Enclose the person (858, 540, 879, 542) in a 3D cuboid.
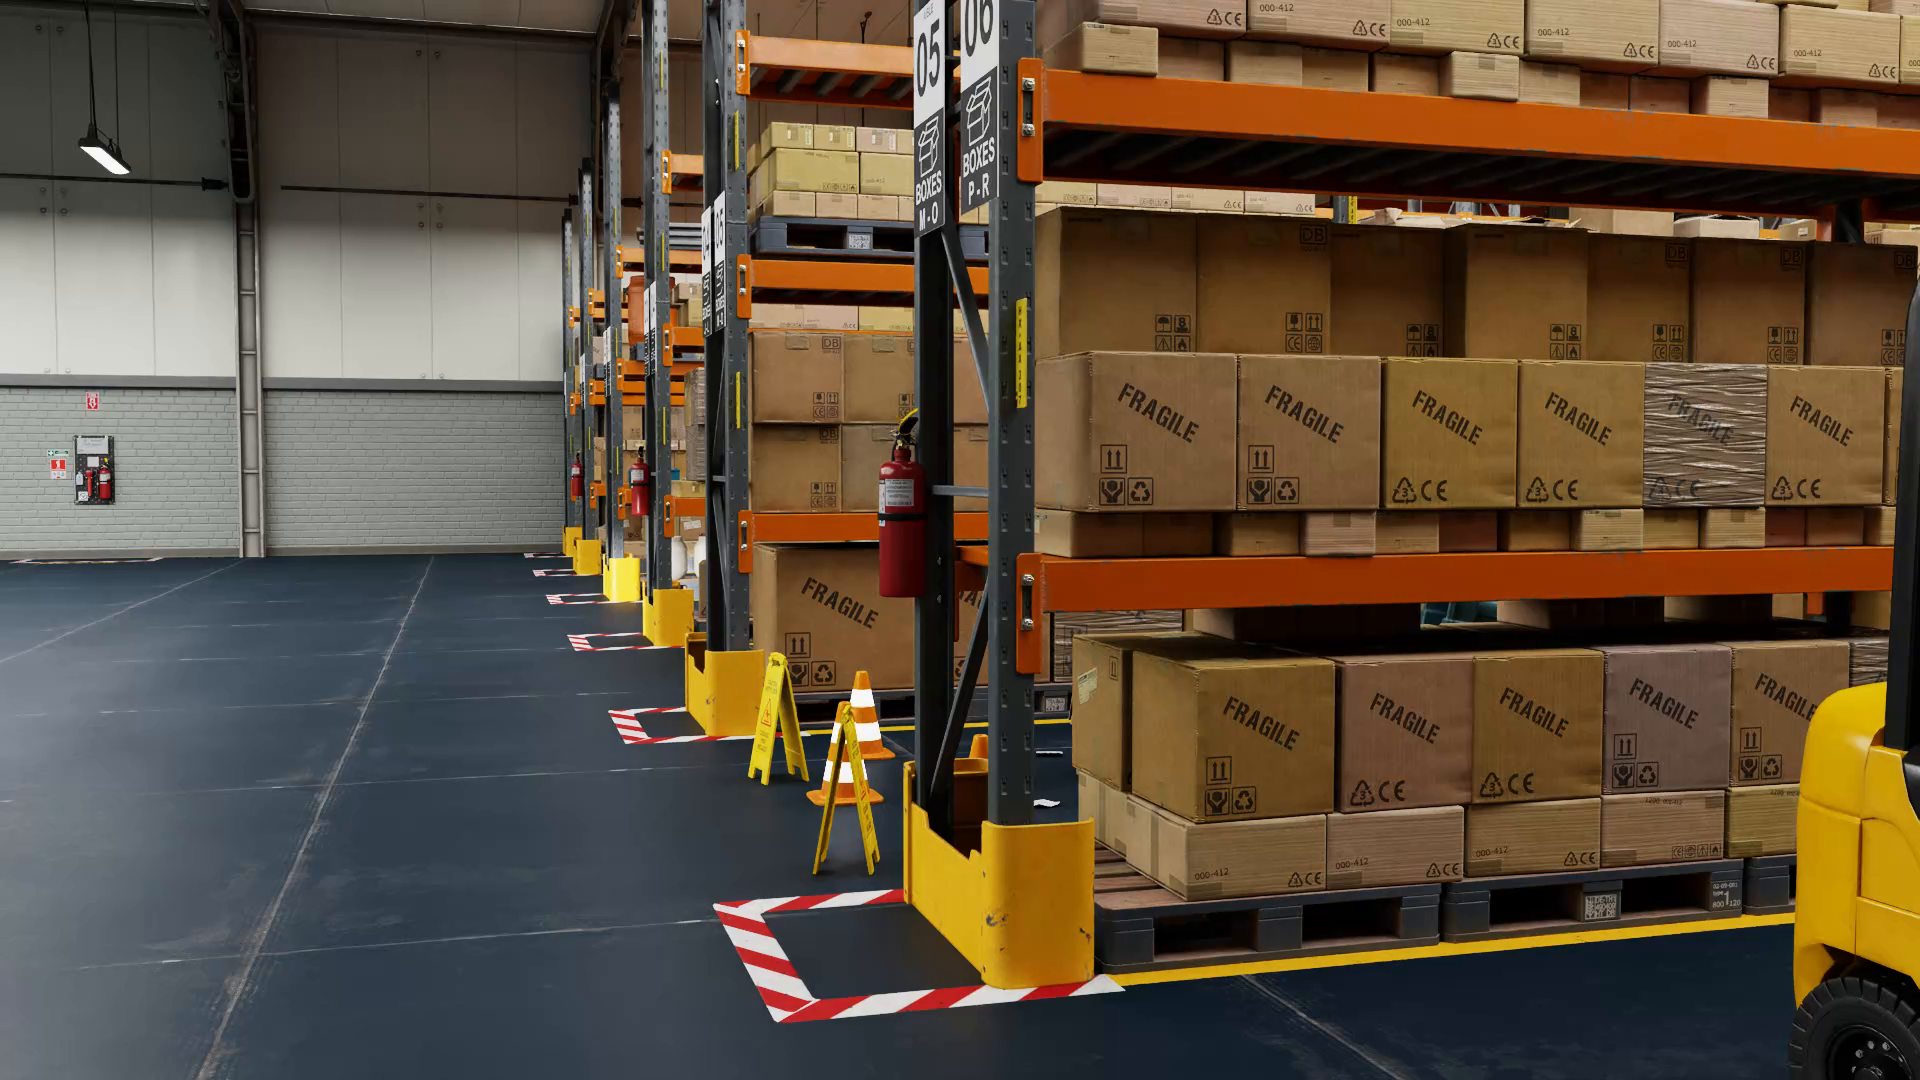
[{"bbox_3d":[-0.936,-0.105,18.023,0.495,1.768,0.554,-1,3,-16],"label":"person"}]
